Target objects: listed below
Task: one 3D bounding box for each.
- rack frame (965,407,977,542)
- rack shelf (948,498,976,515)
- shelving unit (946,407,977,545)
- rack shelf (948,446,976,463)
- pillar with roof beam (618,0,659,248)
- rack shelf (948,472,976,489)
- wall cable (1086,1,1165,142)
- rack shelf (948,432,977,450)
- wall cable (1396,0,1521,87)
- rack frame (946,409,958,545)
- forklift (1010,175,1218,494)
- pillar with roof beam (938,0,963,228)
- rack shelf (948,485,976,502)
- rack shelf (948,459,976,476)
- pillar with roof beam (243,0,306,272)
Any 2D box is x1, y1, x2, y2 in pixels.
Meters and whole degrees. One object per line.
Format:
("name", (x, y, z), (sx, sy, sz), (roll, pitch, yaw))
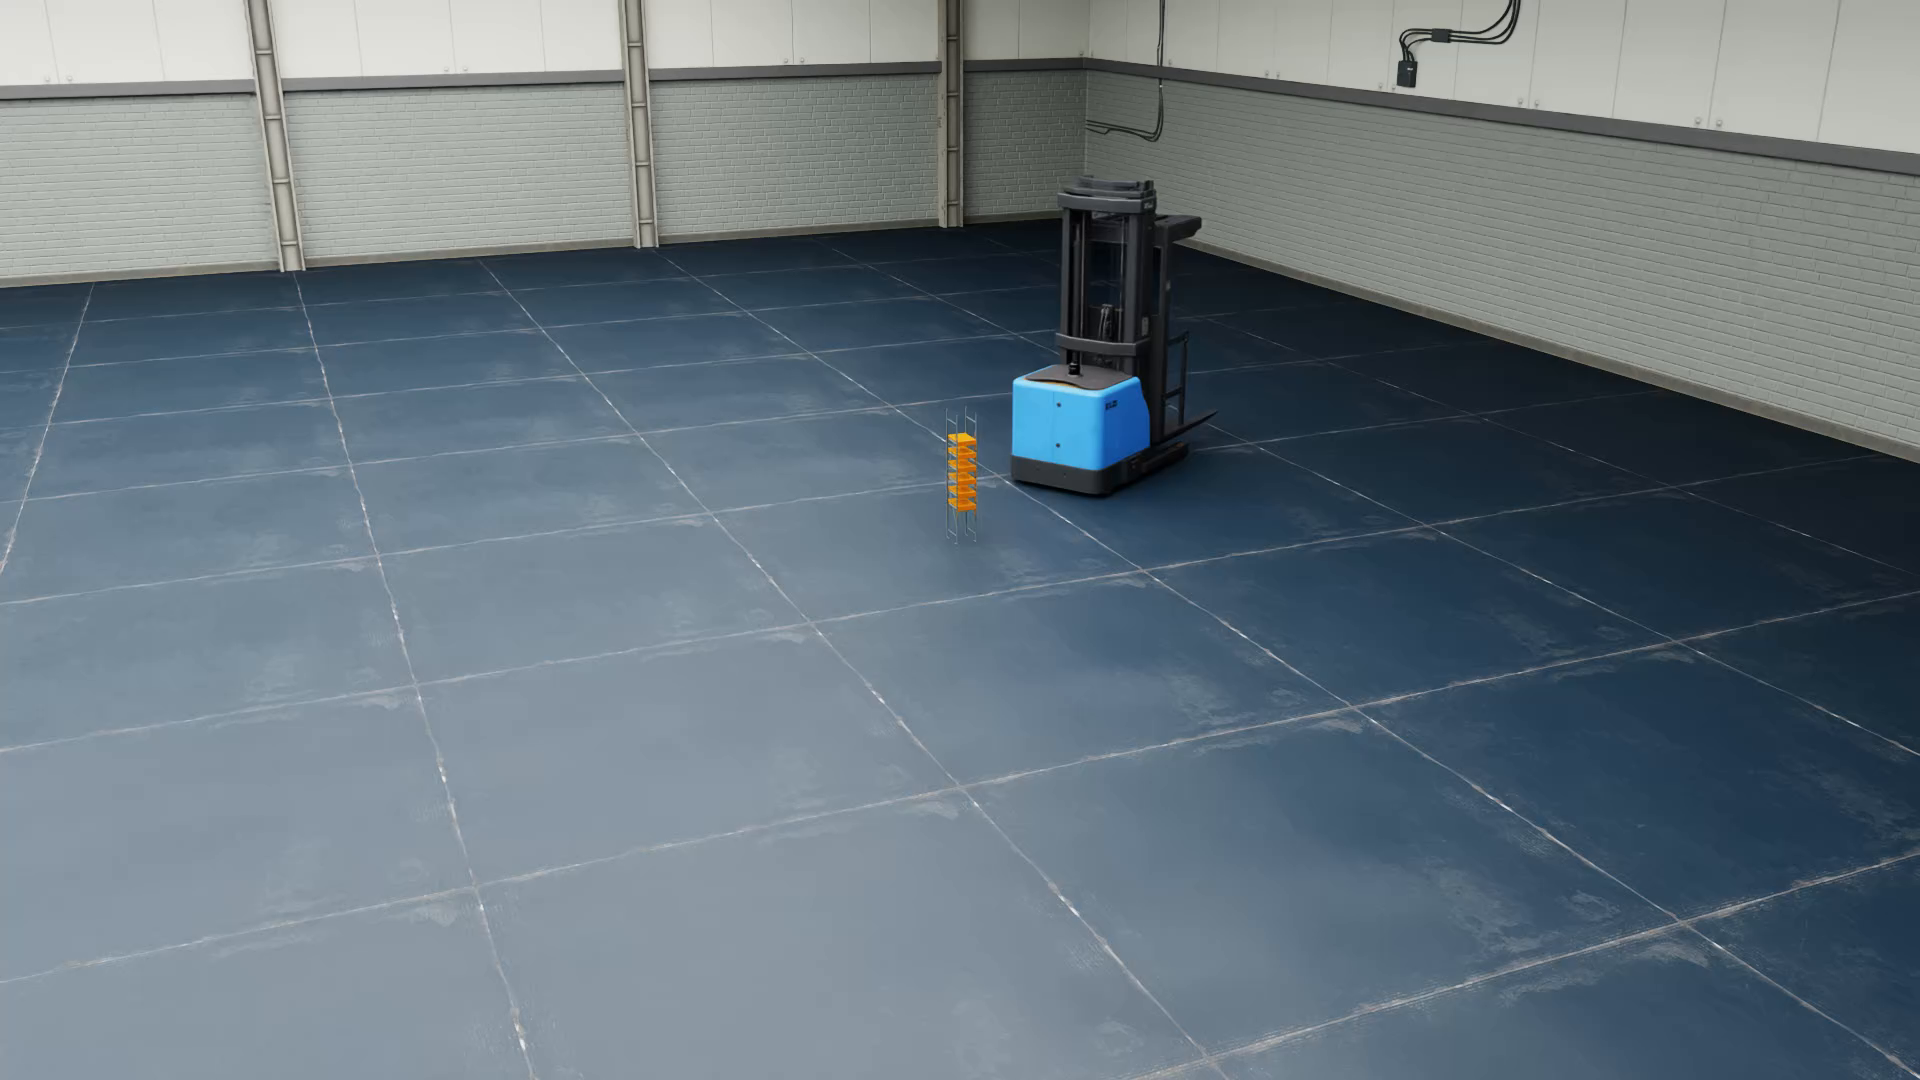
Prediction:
("rack frame", (0.097, -0.580, 14.862), (0.006, 1.200, 0.240), (-8, 21, -22))
("rack shelf", (0.013, -0.300, 14.923), (0.180, 0.103, 0.258), (-8, 21, -22))
("shelving unit", (0.013, -0.568, 14.828), (0.189, 1.200, 0.258), (-8, 21, -22))
("rack shelf", (0.013, -0.752, 14.763), (0.180, 0.103, 0.258), (-8, 21, -22))
("pillar with roof beam", (-3.983, -8.258, 24.926), (0.400, 9.000, 9.100), (-8, 21, -22))
("rack shelf", (0.013, -0.526, 14.843), (0.180, 0.103, 0.258), (-8, 21, -22))
("wall cable", (3.050, -8.880, 31.367), (0.112, 2.526, 3.097), (-8, 21, -22))
("rack shelf", (0.013, -0.866, 14.723), (0.180, 0.103, 0.258), (-8, 21, -22))
("wall cable", (6.796, -9.051, 22.058), (0.169, 6.003, 2.305), (-8, 21, -22))
("rack frame", (-0.071, -0.556, 14.794), (0.006, 1.200, 0.240), (-8, 21, -22))
("forklift", (1.743, -2.256, 17.016), (1.130, 2.935, 3.031), (13, 23, 32))
("pillar with roof beam", (1.527, -9.047, 27.167), (0.400, 9.000, 9.100), (-8, 21, -22))
("rack shelf", (0.013, -0.413, 14.883), (0.180, 0.103, 0.258), (-8, 21, -22))
("rack shelf", (0.013, -0.639, 14.803), (0.180, 0.103, 0.258), (-8, 21, -22))
("pillar with roof beam", (-9.492, -7.469, 22.684), (0.400, 9.000, 9.100), (-8, 21, -22))
